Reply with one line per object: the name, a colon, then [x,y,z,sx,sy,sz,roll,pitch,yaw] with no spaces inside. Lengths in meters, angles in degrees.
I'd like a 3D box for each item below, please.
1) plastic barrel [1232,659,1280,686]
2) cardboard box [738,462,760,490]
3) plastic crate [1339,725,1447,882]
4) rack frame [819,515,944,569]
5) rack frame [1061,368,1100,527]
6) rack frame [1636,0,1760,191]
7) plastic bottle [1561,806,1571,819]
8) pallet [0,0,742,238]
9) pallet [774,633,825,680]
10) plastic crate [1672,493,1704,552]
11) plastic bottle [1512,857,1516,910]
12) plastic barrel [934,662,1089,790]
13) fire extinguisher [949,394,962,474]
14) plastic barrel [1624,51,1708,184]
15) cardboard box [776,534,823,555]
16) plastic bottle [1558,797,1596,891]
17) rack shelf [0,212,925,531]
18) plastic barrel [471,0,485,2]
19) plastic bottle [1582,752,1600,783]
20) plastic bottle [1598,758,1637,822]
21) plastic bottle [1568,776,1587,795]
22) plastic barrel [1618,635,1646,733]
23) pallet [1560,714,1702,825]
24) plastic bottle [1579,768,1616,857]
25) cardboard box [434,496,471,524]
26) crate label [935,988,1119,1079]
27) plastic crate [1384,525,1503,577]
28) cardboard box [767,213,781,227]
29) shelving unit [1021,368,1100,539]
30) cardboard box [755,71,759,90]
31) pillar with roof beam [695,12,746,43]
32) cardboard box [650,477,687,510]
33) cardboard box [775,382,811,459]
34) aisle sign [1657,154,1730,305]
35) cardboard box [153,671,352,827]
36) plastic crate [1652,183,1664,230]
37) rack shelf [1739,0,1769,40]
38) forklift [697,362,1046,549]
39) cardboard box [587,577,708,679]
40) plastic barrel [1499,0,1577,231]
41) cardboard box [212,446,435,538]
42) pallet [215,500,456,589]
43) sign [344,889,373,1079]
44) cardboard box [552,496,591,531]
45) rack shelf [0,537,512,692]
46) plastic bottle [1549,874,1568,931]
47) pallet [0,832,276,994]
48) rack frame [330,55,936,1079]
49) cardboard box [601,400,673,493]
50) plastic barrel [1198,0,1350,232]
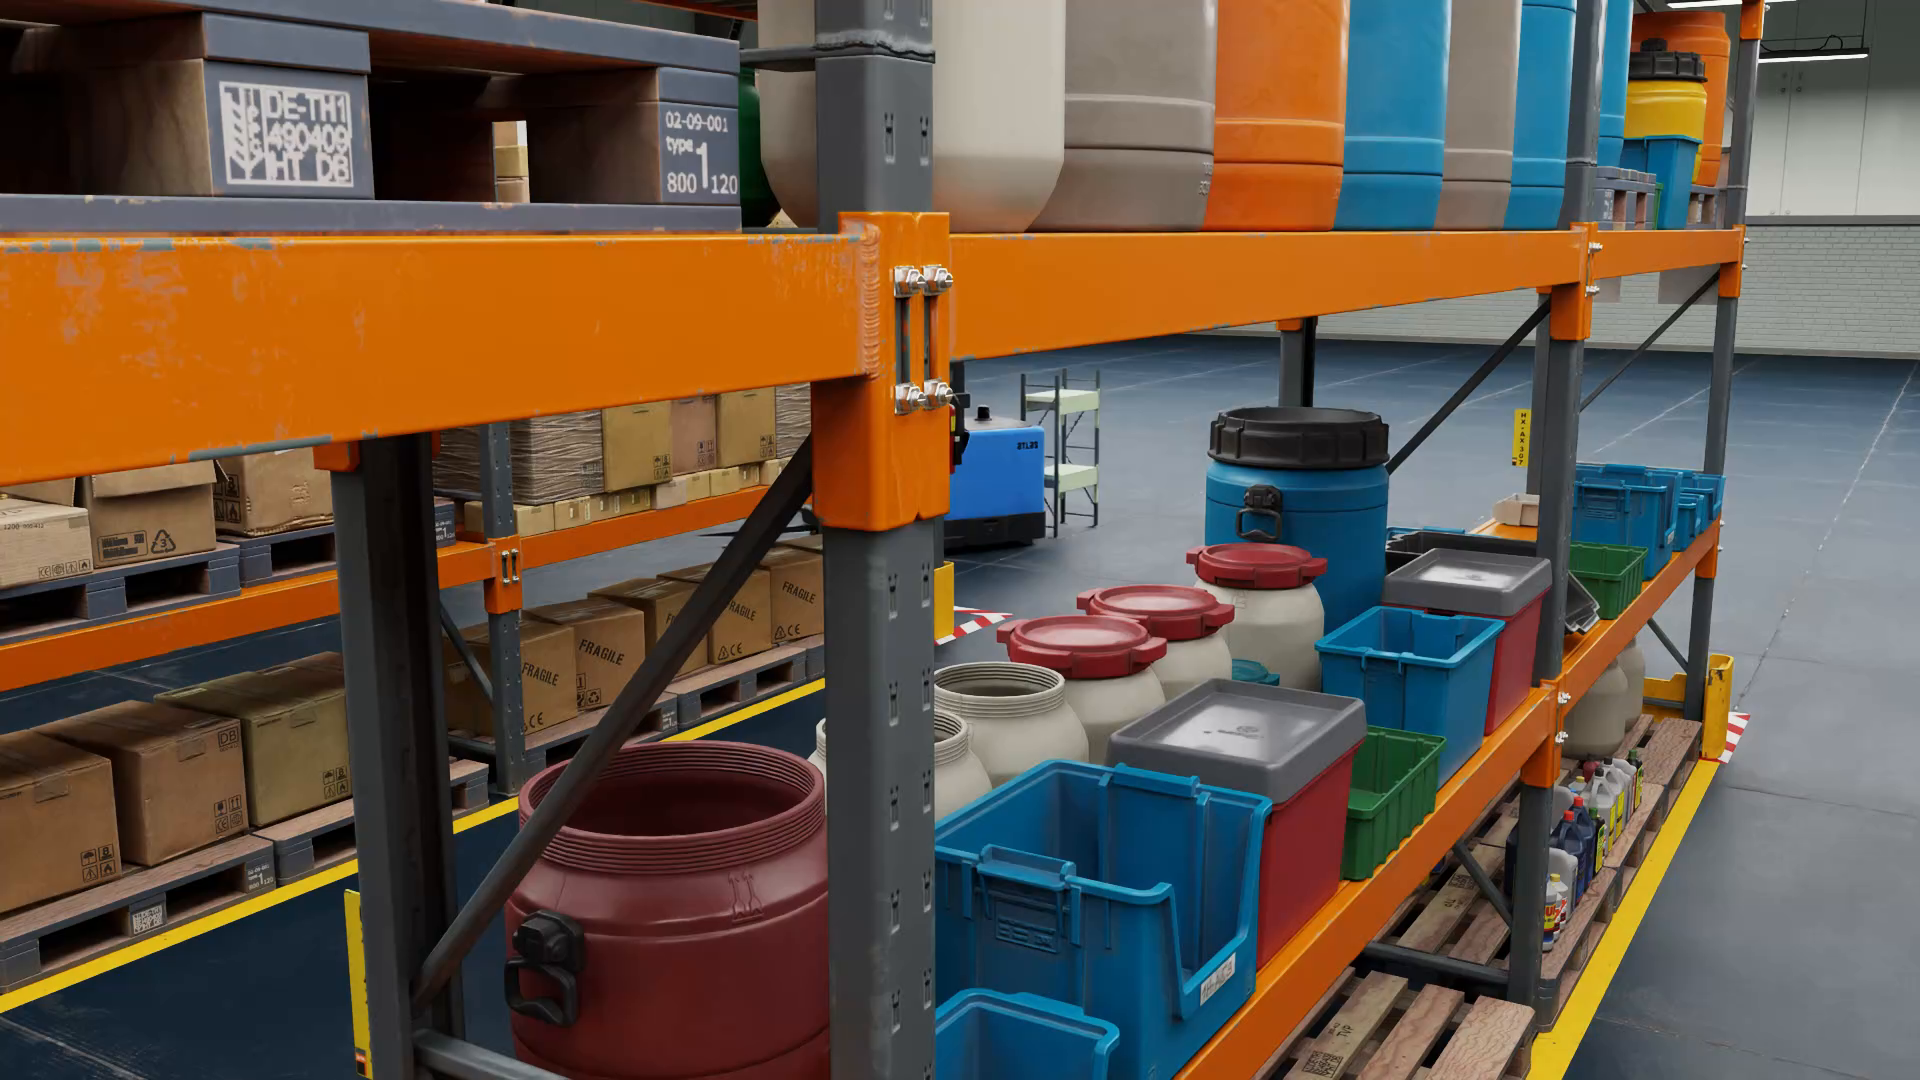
plastic barrel: [0.769,0.500,4.803,0.301,0.262,0.301,0,11,0]
cardboard box: [-1.419,-0.397,9.902,0.380,0.149,0.250,6,12,31]
plastic crate: [0.924,0.644,4.237,0.450,0.188,0.662,6,12,31]
rack frame: [-0.569,-0.864,11.712,1.000,3.000,0.127,6,12,31]
rack frame: [1.147,-0.880,15.874,0.400,1.500,0.023,7,13,34]
rack frame: [3.664,-3.339,8.633,1.000,3.000,0.127,6,12,31]
plastic bottle: [2.503,1.220,6.802,0.097,0.271,0.097,0,11,0]
pallet: [-0.970,-0.403,1.613,1.003,0.211,1.213,6,12,31]
pallet: [-1.061,0.643,11.240,1.003,0.211,1.213,6,12,31]
plastic crate: [3.318,-0.109,8.083,0.499,0.251,0.408,6,12,31]
plastic bottle: [2.180,1.286,6.417,0.061,0.283,0.133,6,12,31]
plastic barrel: [0.081,0.564,3.781,0.421,0.512,0.421,0,11,0]
fire extinguisher: [-0.116,-0.800,11.580,0.296,0.674,0.183,6,12,31]
plastic barrel: [3.181,-1.972,7.830,0.600,0.588,0.600,0,11,0]
cardboard box: [-0.908,0.255,11.388,0.500,0.500,0.500,9,14,41]
plastic bottle: [2.459,1.207,6.653,0.144,0.351,0.185,6,12,28]
rack shelf: [-1.528,0.061,0.574,1.077,0.370,4.000,6,12,31]
plastic barrel: [-0.787,-0.935,1.634,0.600,0.830,0.708,6,12,31]
plastic bottle: [2.840,1.086,7.484,0.061,0.283,0.133,6,12,31]
plastic bottle: [2.931,1.100,7.430,0.152,0.276,0.135,6,12,31]
plastic bottle: [2.743,1.149,7.369,0.097,0.201,0.097,0,11,0]
plastic barrel: [3.388,0.737,8.783,0.421,0.512,0.421,0,11,0]
pallet: [3.238,1.124,8.674,1.003,0.211,1.213,6,12,31]
plastic bottle: [2.680,1.140,7.010,0.144,0.351,0.185,6,12,30]
cardboard box: [-2.786,-0.173,8.706,0.380,0.149,0.250,6,12,31]
crate label: [0.050,0.919,2.642,0.303,0.233,0.416,6,12,31]
plastic crate: [1.930,0.112,6.906,0.499,0.251,0.616,6,12,31]
cardboard box: [-1.389,-1.926,9.643,0.500,0.250,0.500,6,12,30]
shelving unit: [0.939,-0.825,15.578,0.431,1.500,0.755,7,13,34]
cardboard box: [-1.158,-2.511,9.922,0.500,0.500,0.500,6,12,31]
pillar with roof beam: [-1.390,-7.629,31.547,9.100,9.000,0.548,6,12,31]
cardboard box: [-1.744,-0.272,9.234,0.380,0.149,0.250,6,12,31]
cardboard box: [-1.332,-0.811,10.348,0.875,0.500,0.500,6,12,31]
aisle sign: [3.955,-1.651,8.854,0.394,0.787,0.004,6,12,31]
cardboard box: [-3.247,0.945,7.646,0.700,0.500,0.500,6,12,30]
plastic crate: [2.639,-1.354,6.754,0.336,0.188,0.450,6,12,31]
rack shelf: [2.626,-2.475,7.055,1.077,0.370,4.000,6,12,31]
forklift: [-0.774,-1.348,14.483,3.031,2.935,1.130,-6,12,-28]
cardboard box: [-1.858,0.533,9.906,0.500,0.500,0.500,5,12,26]
plastic barrel: [1.509,-1.382,4.964,0.600,0.901,0.708,6,12,31]
cardboard box: [-3.178,-0.624,7.662,1.000,1.000,1.000,6,12,31]
pallet: [-3.167,-0.034,7.802,1.003,0.211,1.213,6,12,31]
sign: [-0.963,0.736,2.724,0.100,0.325,0.005,6,12,31]
cardboard box: [-2.136,-0.154,8.605,0.380,0.149,0.250,6,12,31]
rack shelf: [-3.684,0.433,6.738,1.077,0.370,4.000,6,12,31]
plastic bottle: [2.233,1.358,6.256,0.097,0.201,0.097,0,11,0]
pallet: [-3.681,1.451,6.925,1.003,0.211,1.213,6,12,31]
rack frame: [-0.489,0.868,2.464,1.000,3.000,0.127,6,12,31]
cardboard box: [-2.070,-0.570,9.064,0.875,0.500,0.500,6,12,31]
plastic barrel: [0.462,-1.029,3.277,0.600,0.830,0.708,6,12,31]
